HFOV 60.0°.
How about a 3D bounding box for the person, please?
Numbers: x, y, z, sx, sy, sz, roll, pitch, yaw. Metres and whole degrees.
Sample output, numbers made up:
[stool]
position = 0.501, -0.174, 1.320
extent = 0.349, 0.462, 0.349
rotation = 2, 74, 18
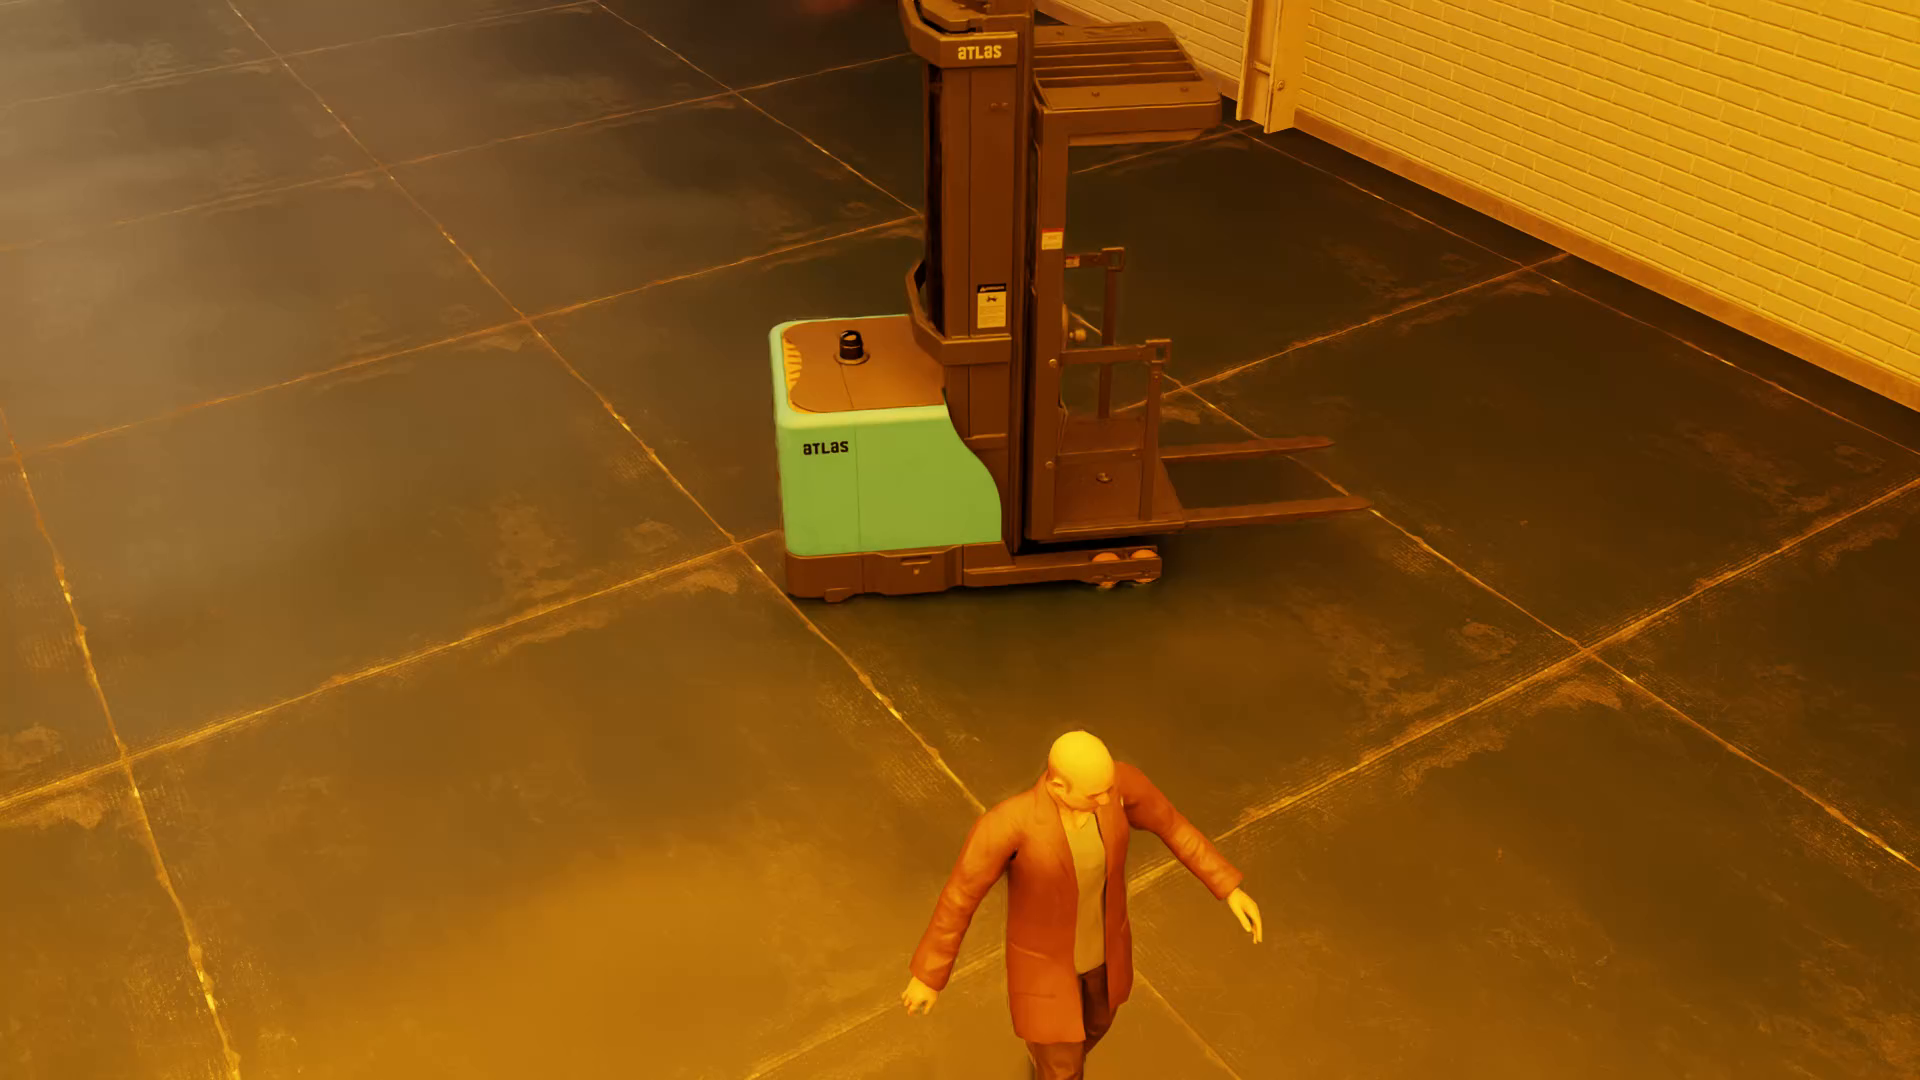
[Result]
[person]
position = 0.362, 1.363, 5.269
extent = 1.049, 1.781, 0.758
rotation = -17, 39, -23

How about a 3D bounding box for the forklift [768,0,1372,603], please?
[forklift]
position = 0.581, -1.266, 7.950
extent = 3.031, 2.935, 1.130
rotation = -5, 35, -6
